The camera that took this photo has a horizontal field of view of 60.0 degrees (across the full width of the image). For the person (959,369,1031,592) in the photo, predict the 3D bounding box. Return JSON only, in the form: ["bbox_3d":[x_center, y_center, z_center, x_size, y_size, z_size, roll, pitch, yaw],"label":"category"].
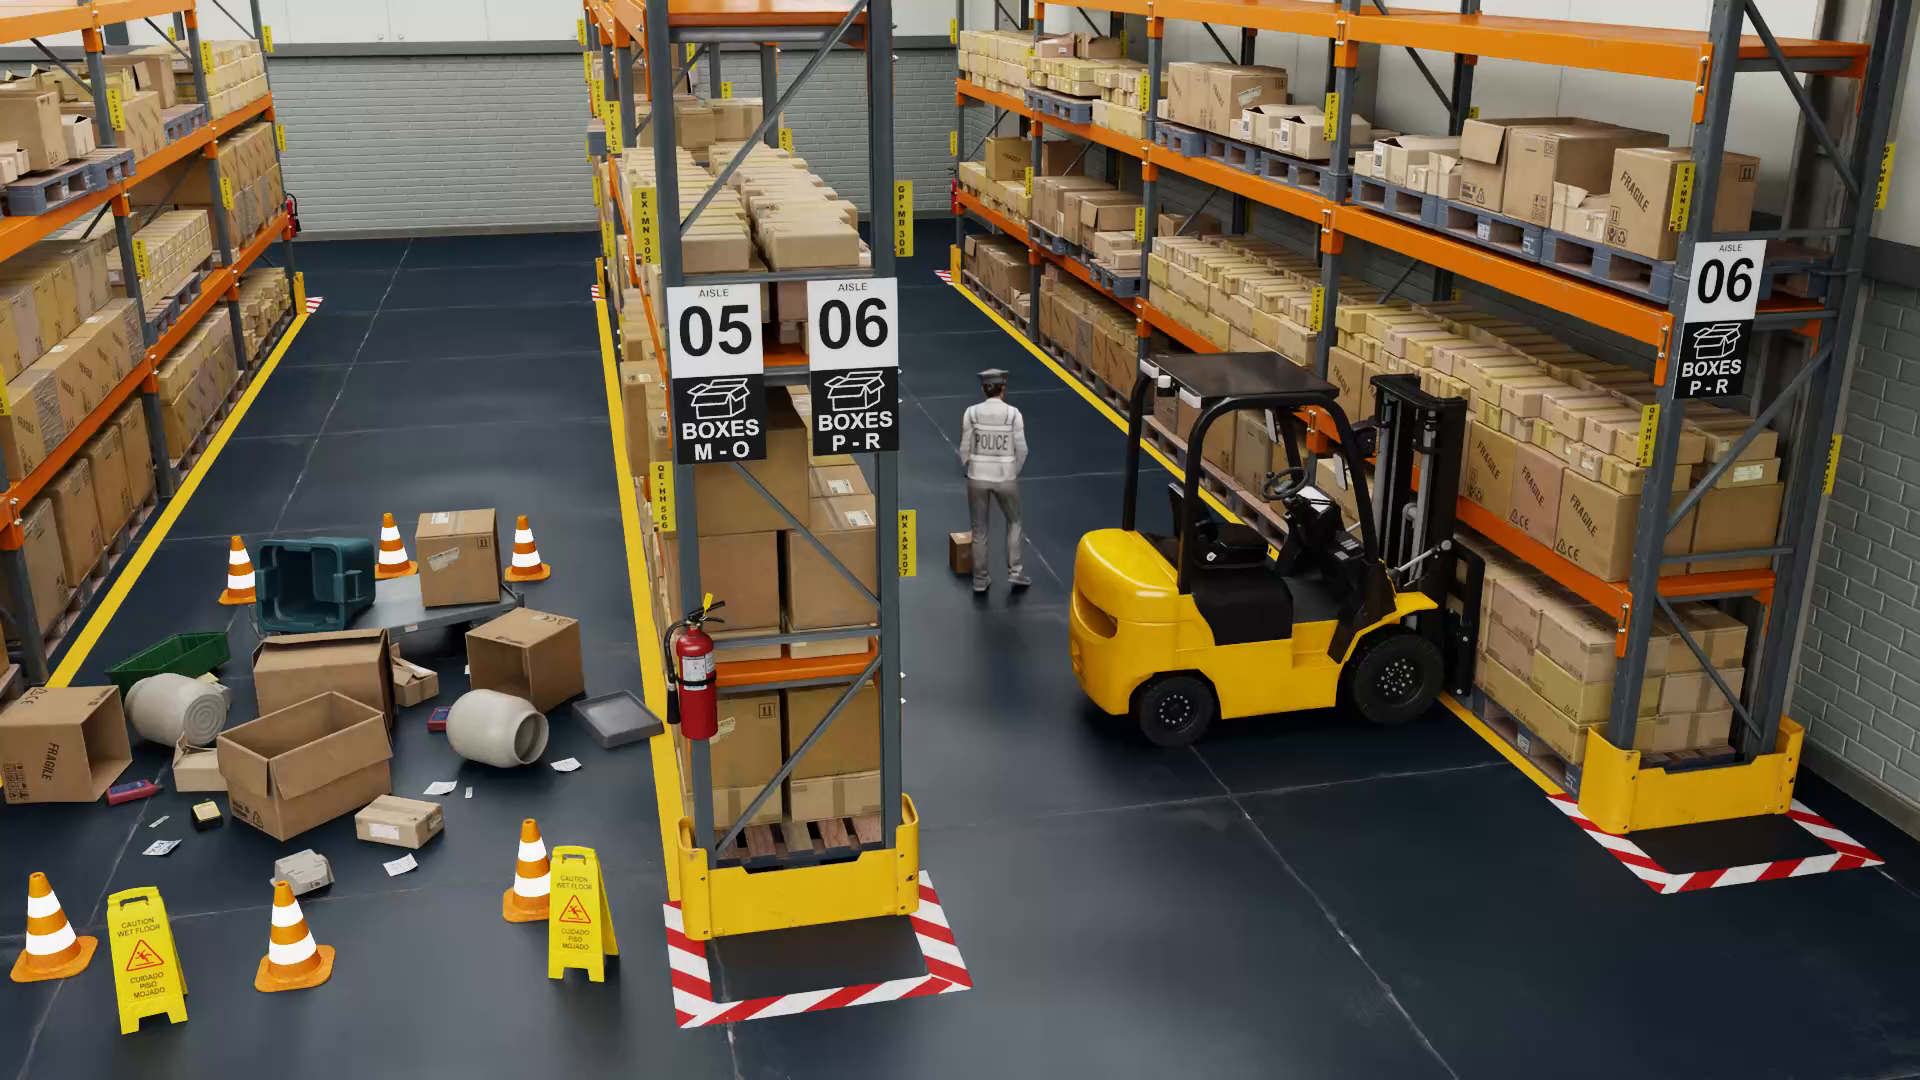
[{"bbox_3d":[0.263,-0.427,12.256,0.537,1.681,0.518,1,20,3],"label":"person"}]
